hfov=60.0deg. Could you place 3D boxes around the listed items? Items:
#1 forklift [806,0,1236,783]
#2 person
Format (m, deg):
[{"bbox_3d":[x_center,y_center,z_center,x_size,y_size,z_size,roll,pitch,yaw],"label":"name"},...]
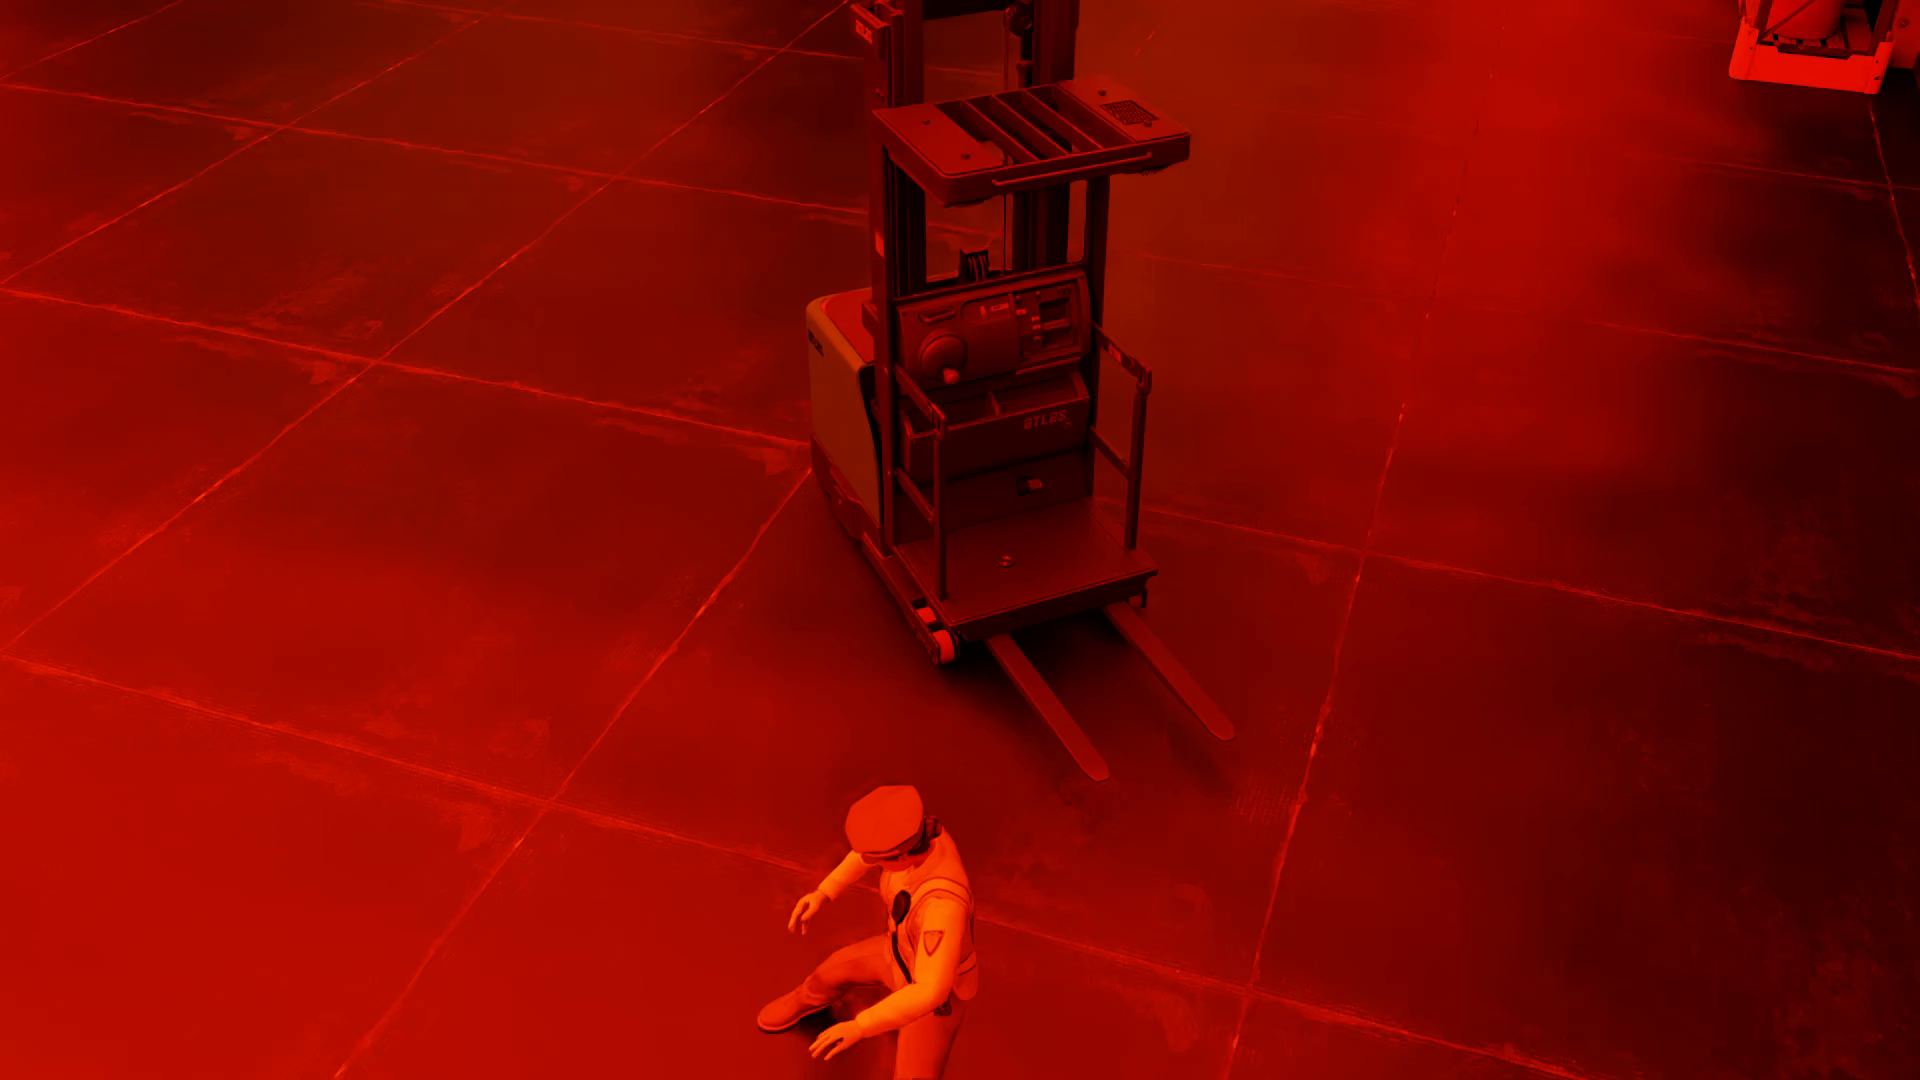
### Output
[{"bbox_3d":[0.254,-0.893,7.371,1.130,2.935,3.031,-14,38,-19],"label":"forklift"},{"bbox_3d":[-0.256,1.424,5.364,0.704,1.463,1.219,-10,36,-13],"label":"person"}]
